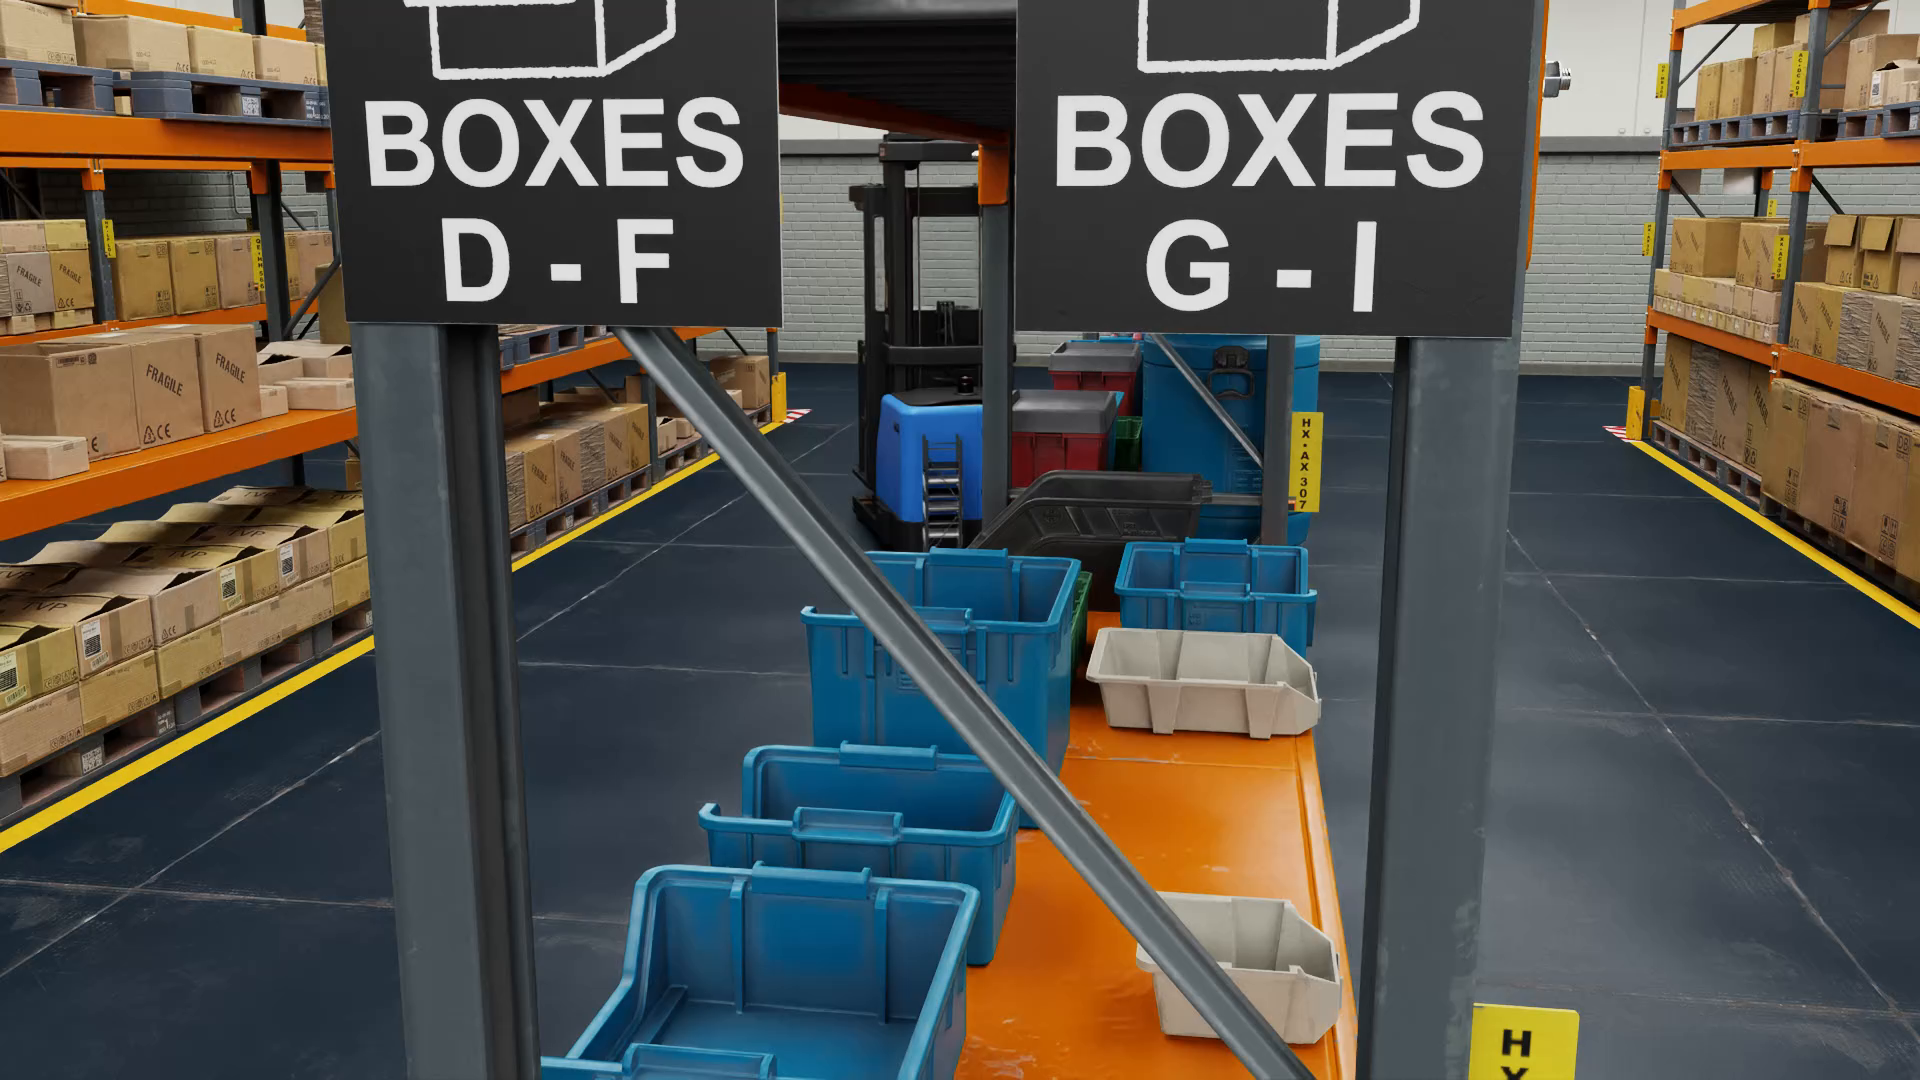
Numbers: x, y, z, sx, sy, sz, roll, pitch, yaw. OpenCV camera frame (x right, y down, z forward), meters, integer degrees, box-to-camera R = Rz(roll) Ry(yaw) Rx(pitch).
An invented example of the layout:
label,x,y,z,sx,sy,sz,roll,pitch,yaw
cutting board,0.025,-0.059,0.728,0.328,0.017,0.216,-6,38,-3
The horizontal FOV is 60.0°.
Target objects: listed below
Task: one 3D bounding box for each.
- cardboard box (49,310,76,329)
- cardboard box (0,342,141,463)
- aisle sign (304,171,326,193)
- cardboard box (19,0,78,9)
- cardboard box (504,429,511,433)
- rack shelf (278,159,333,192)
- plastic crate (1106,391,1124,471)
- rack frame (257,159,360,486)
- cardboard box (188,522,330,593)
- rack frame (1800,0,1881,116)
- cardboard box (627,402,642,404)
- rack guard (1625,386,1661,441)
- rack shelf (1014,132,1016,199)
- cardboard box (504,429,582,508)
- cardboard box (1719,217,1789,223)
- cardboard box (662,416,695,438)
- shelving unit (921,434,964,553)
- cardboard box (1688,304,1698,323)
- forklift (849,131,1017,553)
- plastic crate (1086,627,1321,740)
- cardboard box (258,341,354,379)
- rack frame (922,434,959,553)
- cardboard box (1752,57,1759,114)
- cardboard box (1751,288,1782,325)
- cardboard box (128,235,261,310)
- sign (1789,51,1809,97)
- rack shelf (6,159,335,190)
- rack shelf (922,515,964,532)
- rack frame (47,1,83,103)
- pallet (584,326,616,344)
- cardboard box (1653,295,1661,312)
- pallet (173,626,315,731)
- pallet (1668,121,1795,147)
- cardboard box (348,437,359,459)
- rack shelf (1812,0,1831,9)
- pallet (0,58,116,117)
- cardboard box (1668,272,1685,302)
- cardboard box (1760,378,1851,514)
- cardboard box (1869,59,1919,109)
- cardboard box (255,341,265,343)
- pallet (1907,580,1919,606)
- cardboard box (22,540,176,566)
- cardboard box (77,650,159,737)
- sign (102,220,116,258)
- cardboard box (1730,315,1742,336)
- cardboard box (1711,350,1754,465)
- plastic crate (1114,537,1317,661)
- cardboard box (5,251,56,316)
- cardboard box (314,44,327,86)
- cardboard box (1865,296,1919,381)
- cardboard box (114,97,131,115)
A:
label,x,y,z,sx,sy,sz,roll,pitch,yaw
cardboard box,-7.770,-1.877,14.133,0.380,0.149,0.250,2,12,10
cardboard box,-4.102,-0.616,7.494,0.500,0.500,0.500,3,12,13
aisle sign,-7.060,-4.232,18.339,0.394,0.787,0.004,2,12,9
cardboard box,-4.119,-2.509,6.976,0.500,0.500,0.500,3,13,14
cardboard box,-3.636,-0.543,12.284,0.500,0.500,0.500,1,12,7
rack shelf,-3.395,-2.662,11.812,1.077,0.370,4.000,2,12,9
plastic crate,0.439,-0.369,6.622,0.392,0.384,0.575,2,12,9
rack frame,-3.702,-1.131,10.120,1.000,3.000,0.127,2,12,9
cardboard box,-3.693,0.064,8.773,0.500,0.311,0.500,2,12,8
rack frame,6.701,-4.574,11.859,1.000,3.000,0.127,2,12,9
cardboard box,-3.164,-1.148,15.538,0.500,0.311,0.500,2,12,9
rack guard,7.320,-1.257,16.641,1.175,0.500,0.348,2,12,9
rack shelf,0.884,-1.668,7.200,1.077,0.370,4.000,2,12,9
cardboard box,-3.118,-0.532,12.229,0.500,0.500,0.500,1,12,7
cardboard box,7.501,-2.803,15.750,0.500,0.500,0.500,2,12,9
cardboard box,-2.685,-1.054,15.446,0.380,0.166,0.250,2,12,9
shelving unit,-0.116,-0.233,10.940,0.258,0.900,0.210,-1,12,-6
cardboard box,6.740,-2.021,14.846,0.380,0.149,0.250,2,12,8
forklift,-0.209,-1.576,12.349,1.130,2.935,3.031,-3,12,-12
plastic crate,0.577,0.338,3.929,0.530,0.136,0.437,2,12,9
cardboard box,-3.801,-1.013,9.785,0.500,0.311,0.500,3,12,12
rack frame,-0.127,-0.255,11.039,0.240,0.900,0.006,-1,12,-6
cardboard box,7.070,-3.792,13.877,0.700,0.500,0.500,2,12,11
cardboard box,6.509,-1.814,12.941,0.500,0.250,0.500,2,12,8
cardboard box,-7.663,-2.686,16.624,0.980,0.700,0.700,1,12,6
sign,6.152,-3.417,12.194,0.100,0.325,0.005,2,12,9
rack shelf,-7.675,-3.654,16.417,1.077,0.370,4.000,2,12,9
rack shelf,-0.116,-0.113,10.966,0.258,0.077,0.200,-1,12,-6
rack frame,-7.982,-5.056,14.093,1.000,3.000,0.127,2,12,9
pallet,-3.318,-1.707,13.249,1.003,0.211,1.213,2,12,9
cardboard box,6.935,-2.288,16.088,0.380,0.149,0.250,2,12,9
pallet,-4.057,0.656,8.450,1.003,0.211,1.213,2,12,9
pallet,7.212,-3.743,15.330,1.003,0.211,1.213,2,12,9
cardboard box,-3.786,-0.705,11.252,0.500,0.250,0.500,2,12,11
rack shelf,6.393,-3.611,10.045,1.077,0.370,4.000,2,12,9
pallet,-4.194,-1.855,6.815,0.805,0.209,1.217,1,12,6
cardboard box,6.902,-2.347,15.413,0.500,0.250,0.500,2,12,8
cardboard box,6.622,-0.674,12.049,1.225,0.875,0.875,2,12,9
cardboard box,6.443,-3.044,11.094,0.500,0.311,0.500,1,12,7
cardboard box,-7.631,-2.034,17.710,0.380,0.149,0.250,2,12,9
pallet,6.281,0.392,9.671,1.003,0.211,1.213,2,12,9
cardboard box,-4.305,0.156,8.347,0.500,0.311,0.500,2,12,8
cardboard box,-3.931,0.658,7.348,0.500,0.250,0.500,2,12,10
sign,-7.445,-2.635,14.539,0.100,0.325,0.005,2,12,9
cardboard box,6.543,-1.754,13.606,0.380,0.149,0.250,2,12,10
cardboard box,7.020,-1.130,14.165,0.875,0.875,0.875,2,12,9
plastic crate,0.675,0.175,4.414,0.499,0.251,0.616,2,12,9
cardboard box,-7.873,-2.116,13.703,0.500,0.500,0.500,2,12,9
cardboard box,-3.716,-2.633,9.329,0.500,0.250,0.500,1,12,4
cardboard box,6.155,-1.286,10.605,0.500,0.500,0.500,2,12,10
cardboard box,-7.616,-3.906,14.998,0.500,0.250,0.500,2,12,8
